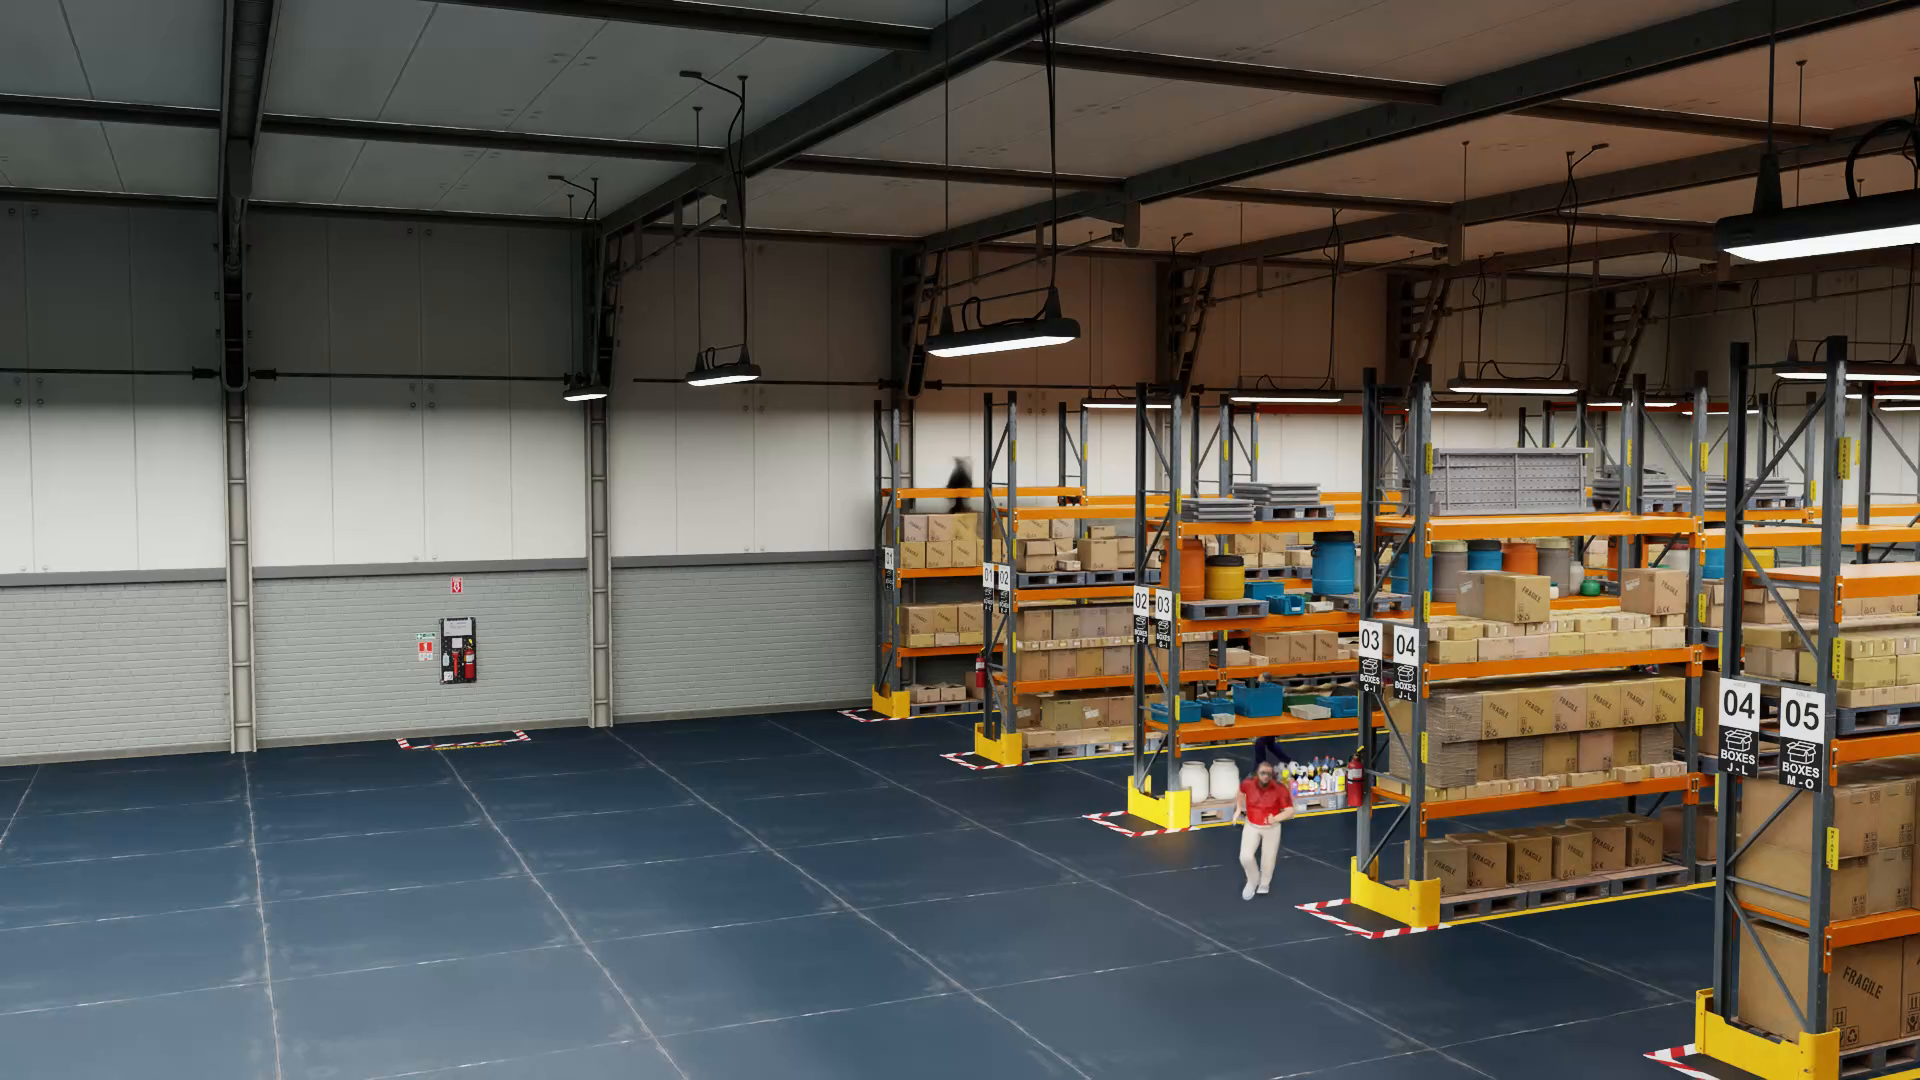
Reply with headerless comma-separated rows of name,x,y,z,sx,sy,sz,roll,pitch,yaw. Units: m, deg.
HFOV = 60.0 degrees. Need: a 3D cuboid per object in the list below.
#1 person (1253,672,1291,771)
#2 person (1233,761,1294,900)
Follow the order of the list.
person,4.787,2.863,25.546,0.901,1.690,0.623,-1,4,-19
person,3.407,3.256,18.715,0.692,1.603,0.980,1,3,14
